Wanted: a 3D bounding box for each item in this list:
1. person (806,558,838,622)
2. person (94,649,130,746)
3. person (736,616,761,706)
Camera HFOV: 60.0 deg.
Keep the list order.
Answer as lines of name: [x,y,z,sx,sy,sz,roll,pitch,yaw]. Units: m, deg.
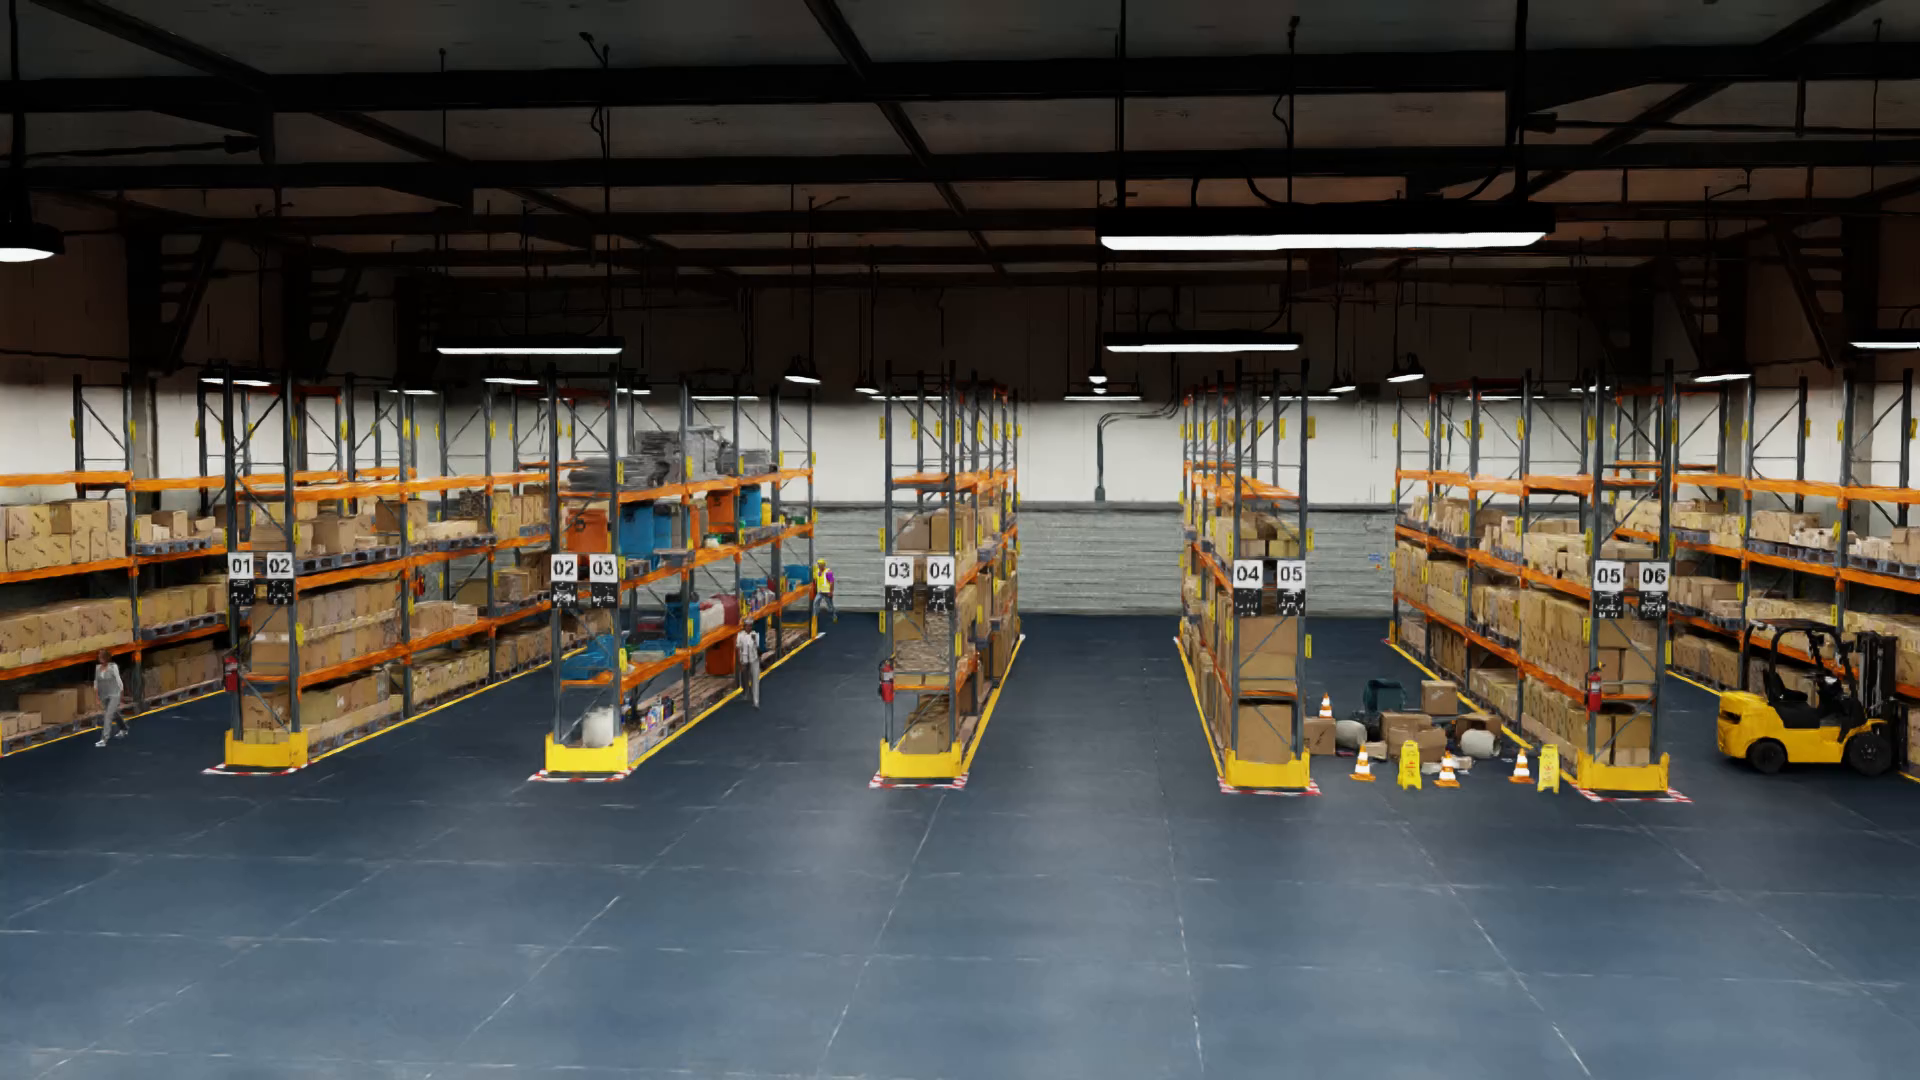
person: [-3.550,1.317,43.045,0.622,1.721,0.958,2,4,29]
person: [-13.601,2.484,26.544,0.414,1.516,1.036,1,4,8]
person: [-3.848,2.186,30.254,0.448,1.623,0.996,0,4,-4]
